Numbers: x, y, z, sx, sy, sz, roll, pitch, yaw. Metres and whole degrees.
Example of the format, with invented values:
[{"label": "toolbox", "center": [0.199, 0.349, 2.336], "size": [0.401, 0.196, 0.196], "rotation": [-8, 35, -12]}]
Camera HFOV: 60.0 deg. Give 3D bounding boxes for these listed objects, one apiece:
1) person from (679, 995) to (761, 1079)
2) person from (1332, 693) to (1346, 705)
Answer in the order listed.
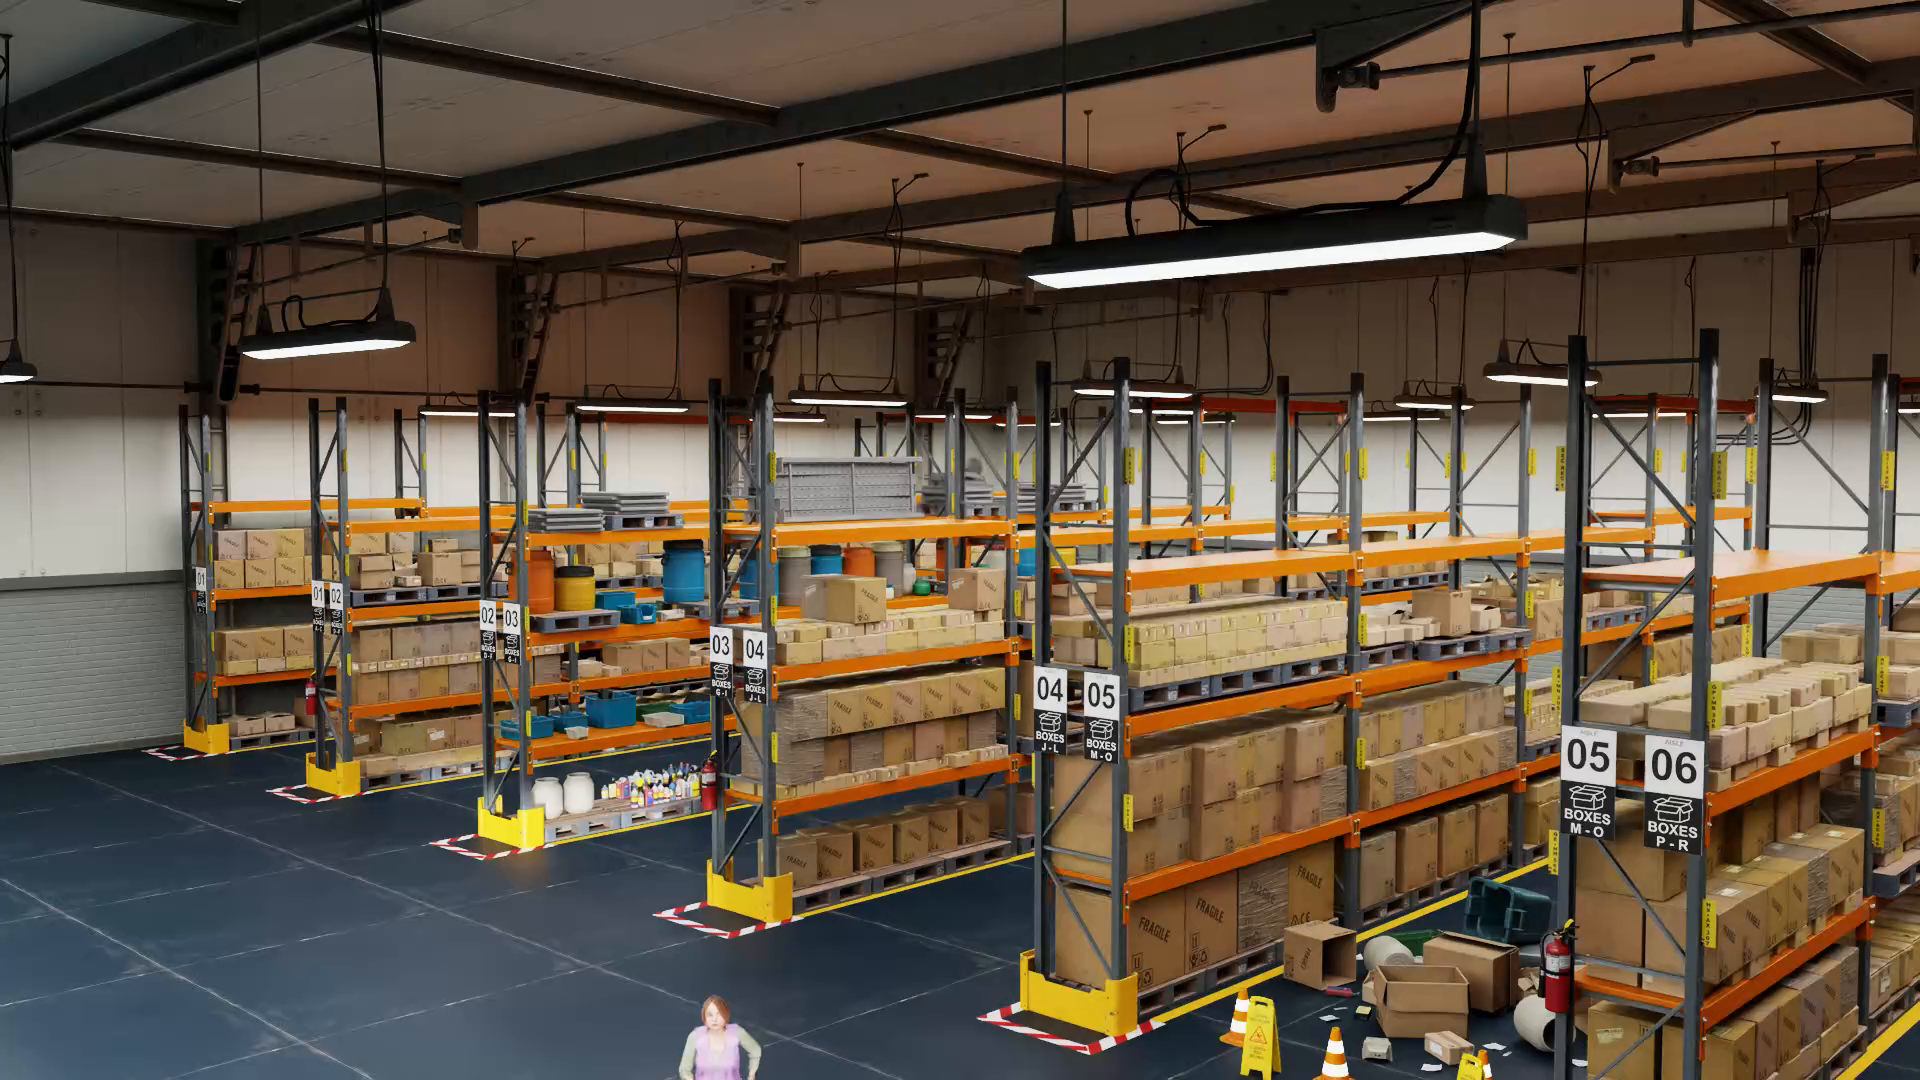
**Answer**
[{"label": "person", "center": [-1.605, 3.795, 11.082], "size": [0.537, 1.555, 0.581], "rotation": [0, 3, -3]}, {"label": "person", "center": [5.760, 3.023, 24.897], "size": [0.544, 1.751, 0.957], "rotation": [3, 4, 40]}]
